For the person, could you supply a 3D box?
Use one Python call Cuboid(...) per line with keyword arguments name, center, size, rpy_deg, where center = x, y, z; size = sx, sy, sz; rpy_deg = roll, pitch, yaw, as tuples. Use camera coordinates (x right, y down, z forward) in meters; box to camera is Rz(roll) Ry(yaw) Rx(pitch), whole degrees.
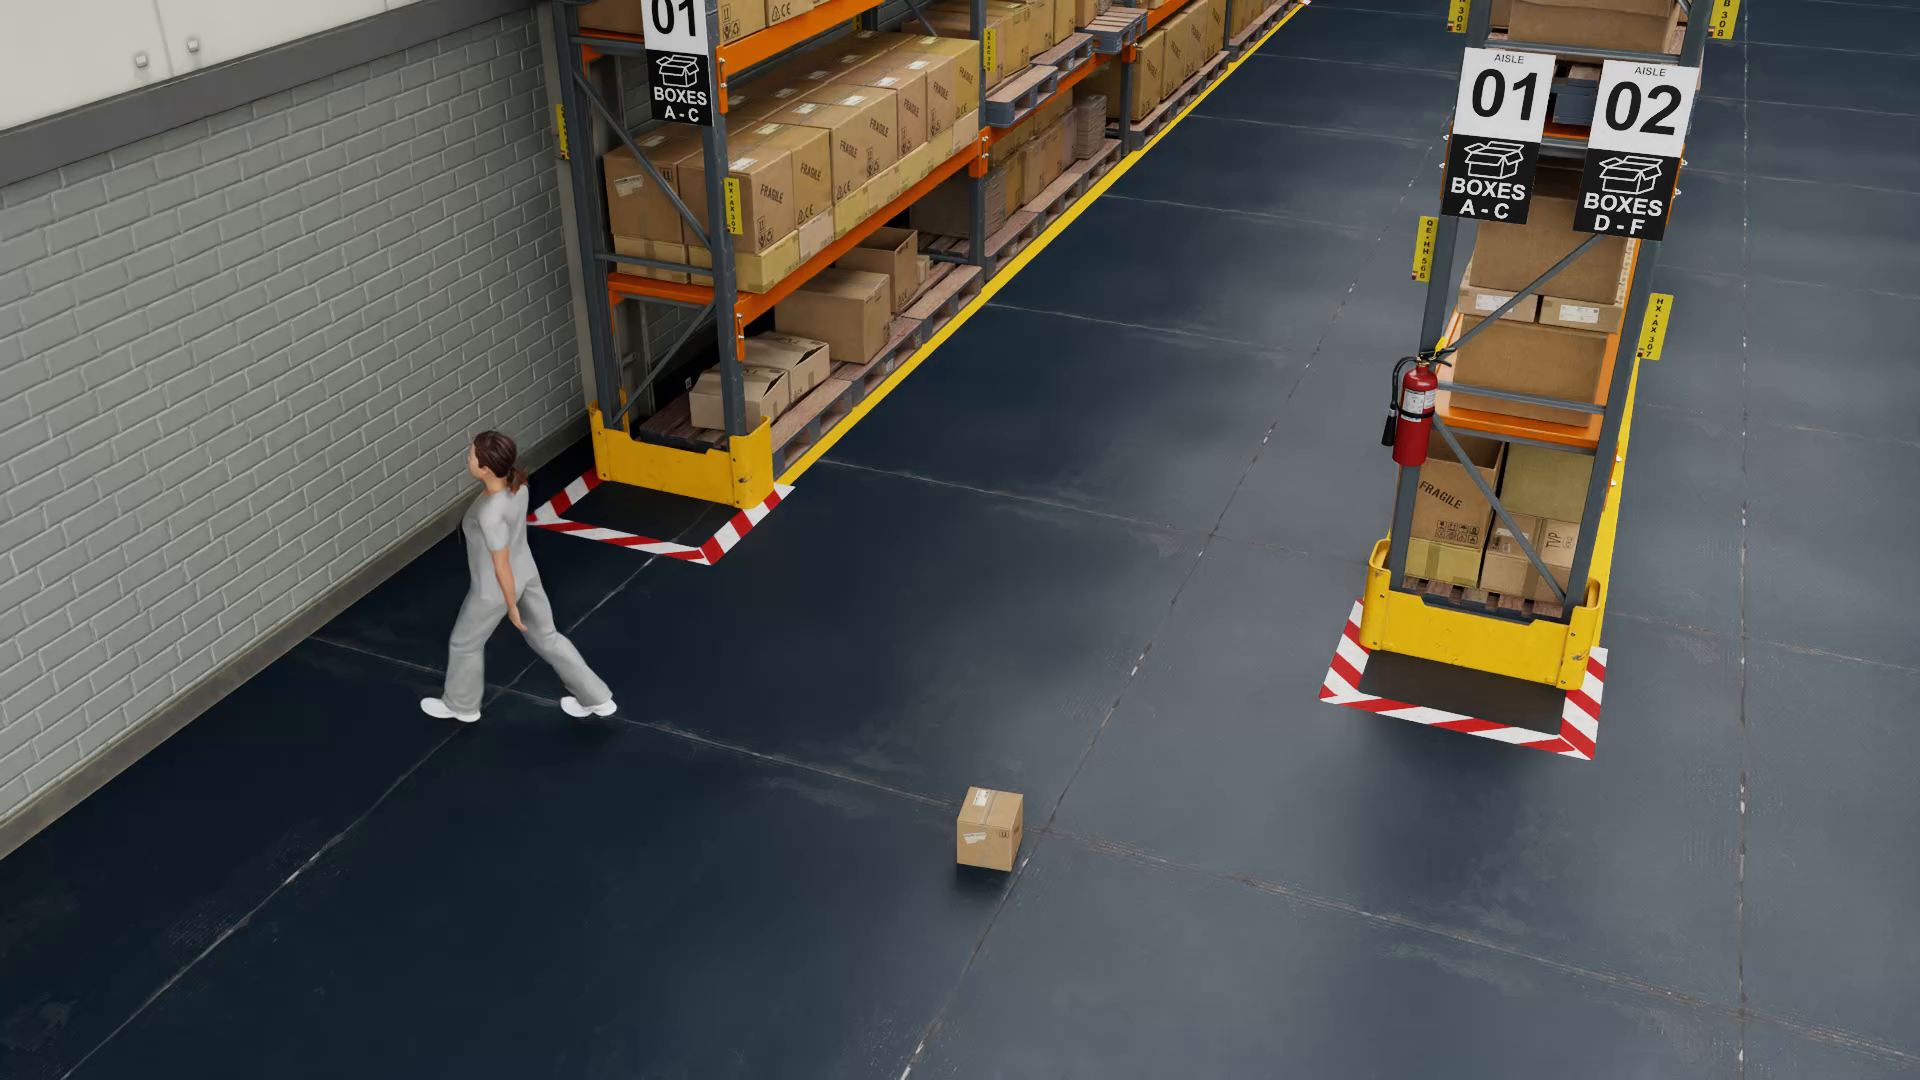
Cuboid(name="person", center=(-2.224, 0.196, 8.056), size=(1.005, 1.621, 0.440), rpy_deg=(7, 31, 13))
